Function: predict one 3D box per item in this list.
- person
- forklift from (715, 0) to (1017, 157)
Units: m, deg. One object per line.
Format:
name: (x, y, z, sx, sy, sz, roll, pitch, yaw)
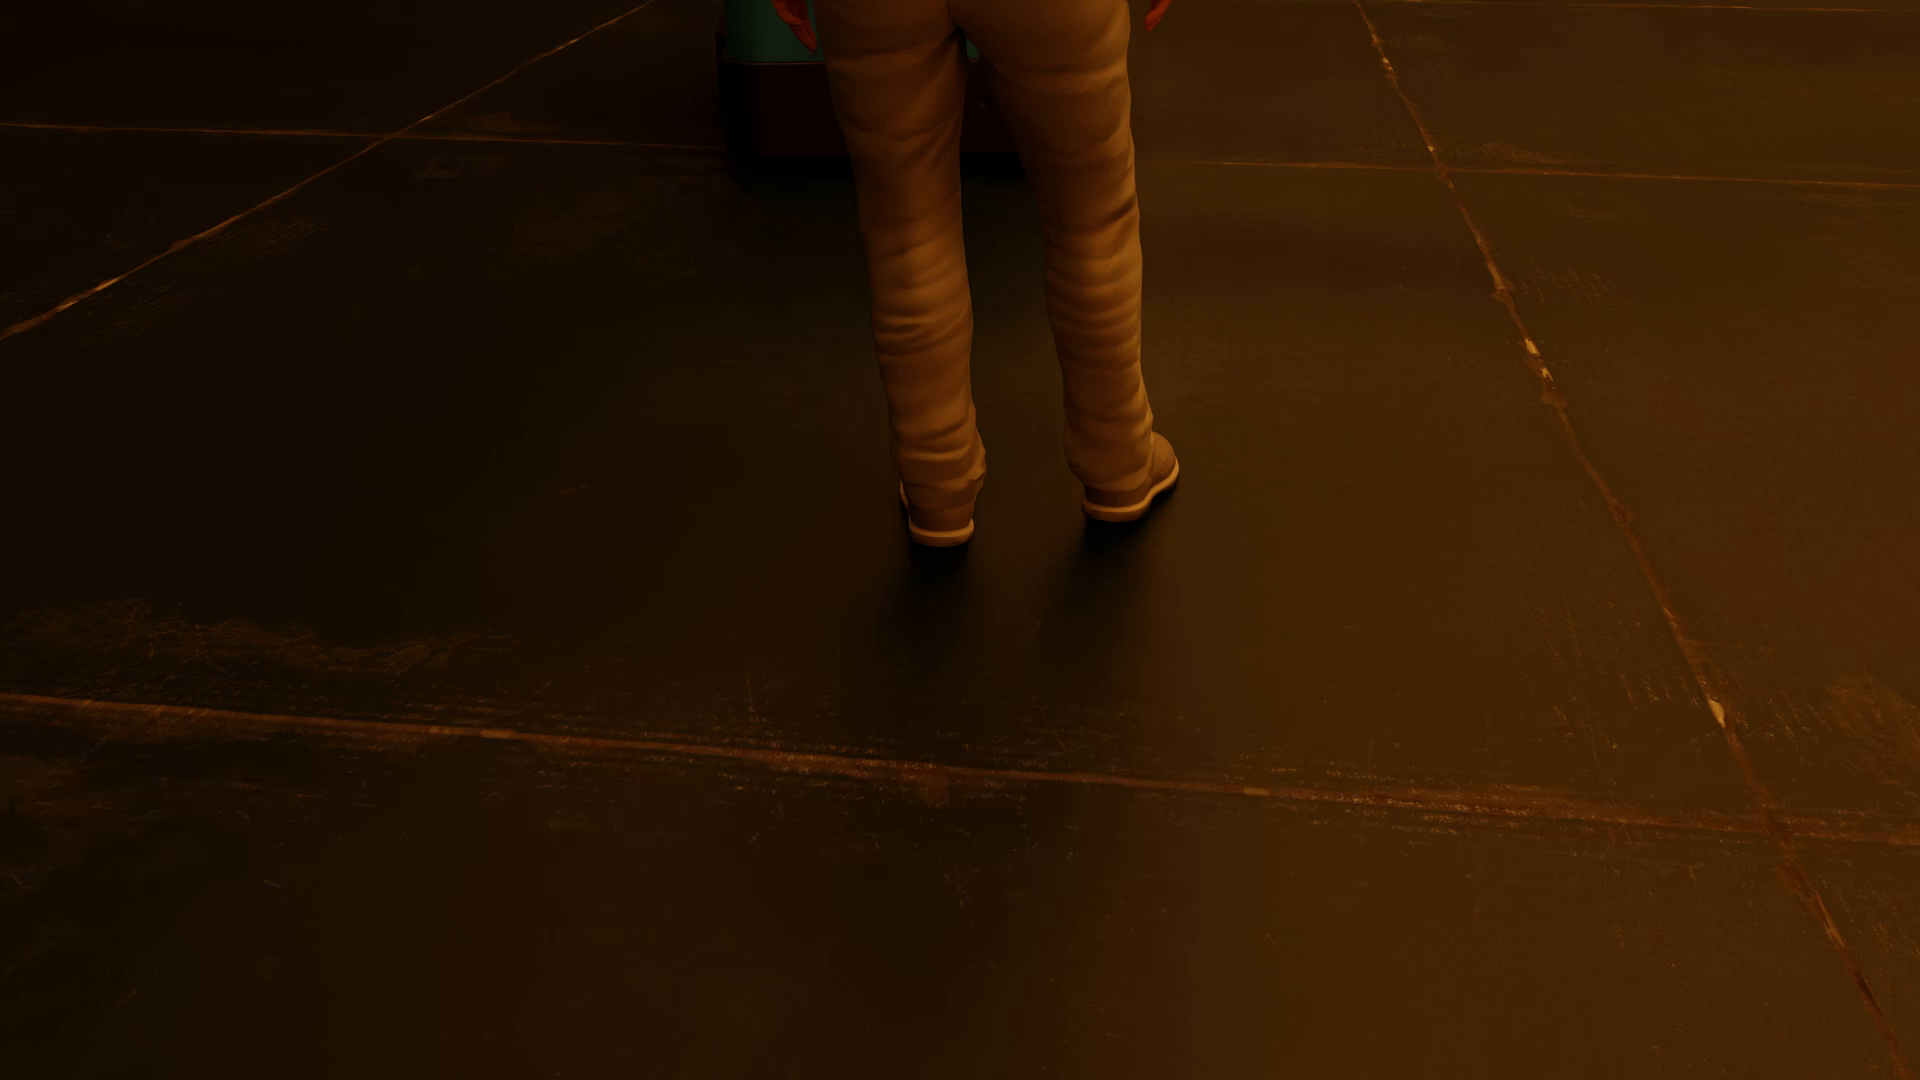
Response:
person: (0.033, -0.786, 2.190, 0.598, 1.670, 0.529, 3, 27, 7)
forklift: (-0.202, -2.933, 5.096, 1.130, 2.935, 3.031, -2, 27, -4)
